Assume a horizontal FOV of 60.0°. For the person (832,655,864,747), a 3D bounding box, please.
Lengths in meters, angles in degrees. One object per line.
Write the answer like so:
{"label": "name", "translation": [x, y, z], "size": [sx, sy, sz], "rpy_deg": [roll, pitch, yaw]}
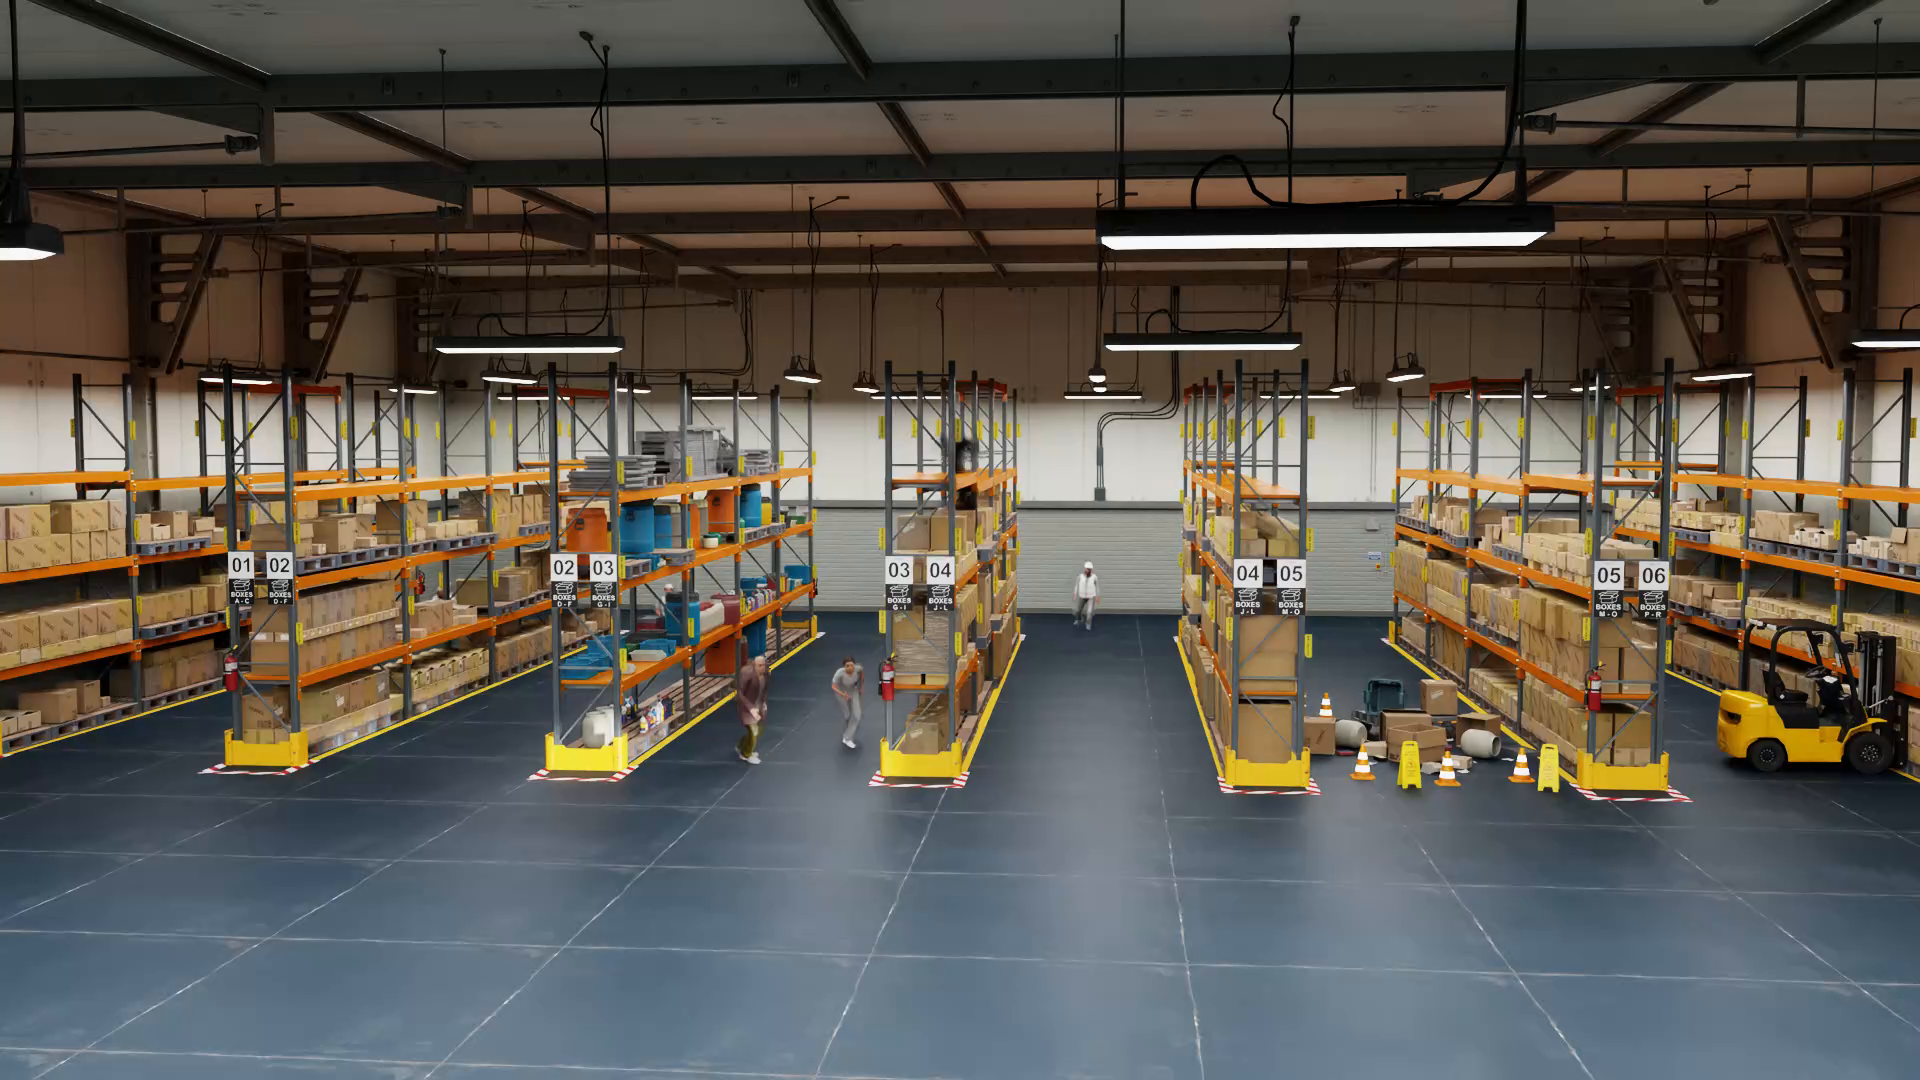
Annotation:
{"label": "person", "translation": [-1.821, 2.535, 26.668], "size": [0.548, 1.473, 1.083], "rpy_deg": [-1, 4, -12]}

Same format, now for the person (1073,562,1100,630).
{"label": "person", "translation": [3.181, 1.400, 41.779], "size": [0.764, 1.719, 0.693], "rpy_deg": [1, 4, 18]}

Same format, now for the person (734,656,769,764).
{"label": "person", "translation": [-3.167, 2.533, 24.953], "size": [0.822, 1.666, 0.708], "rpy_deg": [3, 5, 34]}

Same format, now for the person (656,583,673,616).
{"label": "person", "translation": [-6.229, 1.789, 35.773], "size": [0.658, 1.728, 0.641], "rpy_deg": [0, 4, 6]}

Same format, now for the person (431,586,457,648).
{"label": "person", "translation": [-11.540, 1.780, 37.188], "size": [0.612, 1.556, 0.822], "rpy_deg": [0, 4, -6]}
